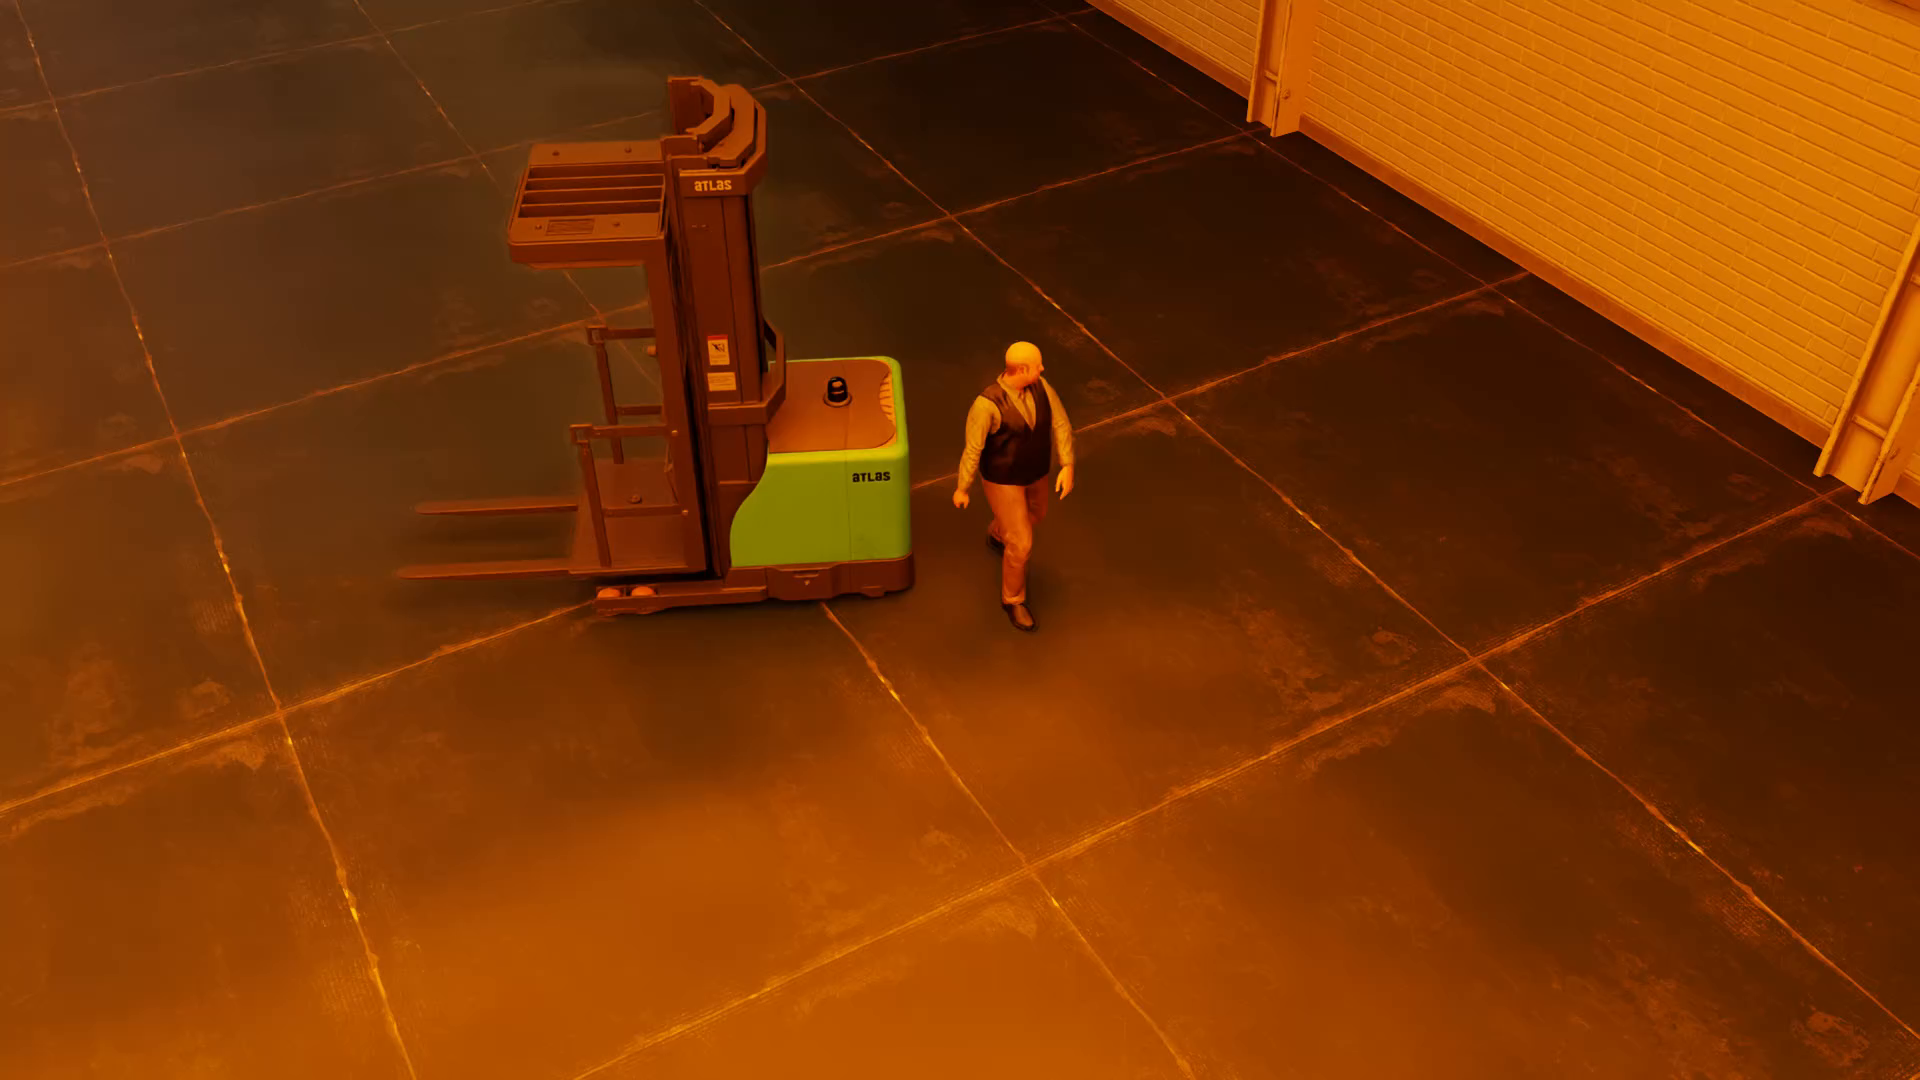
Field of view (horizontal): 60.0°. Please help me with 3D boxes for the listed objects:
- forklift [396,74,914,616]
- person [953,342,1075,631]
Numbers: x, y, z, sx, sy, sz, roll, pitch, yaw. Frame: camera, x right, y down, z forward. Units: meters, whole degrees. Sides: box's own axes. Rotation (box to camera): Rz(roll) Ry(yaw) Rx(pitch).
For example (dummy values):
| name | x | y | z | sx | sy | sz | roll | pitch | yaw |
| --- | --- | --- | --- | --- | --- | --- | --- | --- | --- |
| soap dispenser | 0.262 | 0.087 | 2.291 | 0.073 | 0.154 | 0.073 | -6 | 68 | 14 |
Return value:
| name | x | y | z | sx | sy | sz | roll | pitch | yaw |
| --- | --- | --- | --- | --- | --- | --- | --- | --- | --- |
| forklift | -1.817 | -1.033 | 9.282 | 3.031 | 2.935 | 1.130 | -3 | 40 | -4 |
| person | 0.300 | -0.363 | 9.497 | 0.695 | 1.637 | 0.785 | -31 | 48 | -32 |
